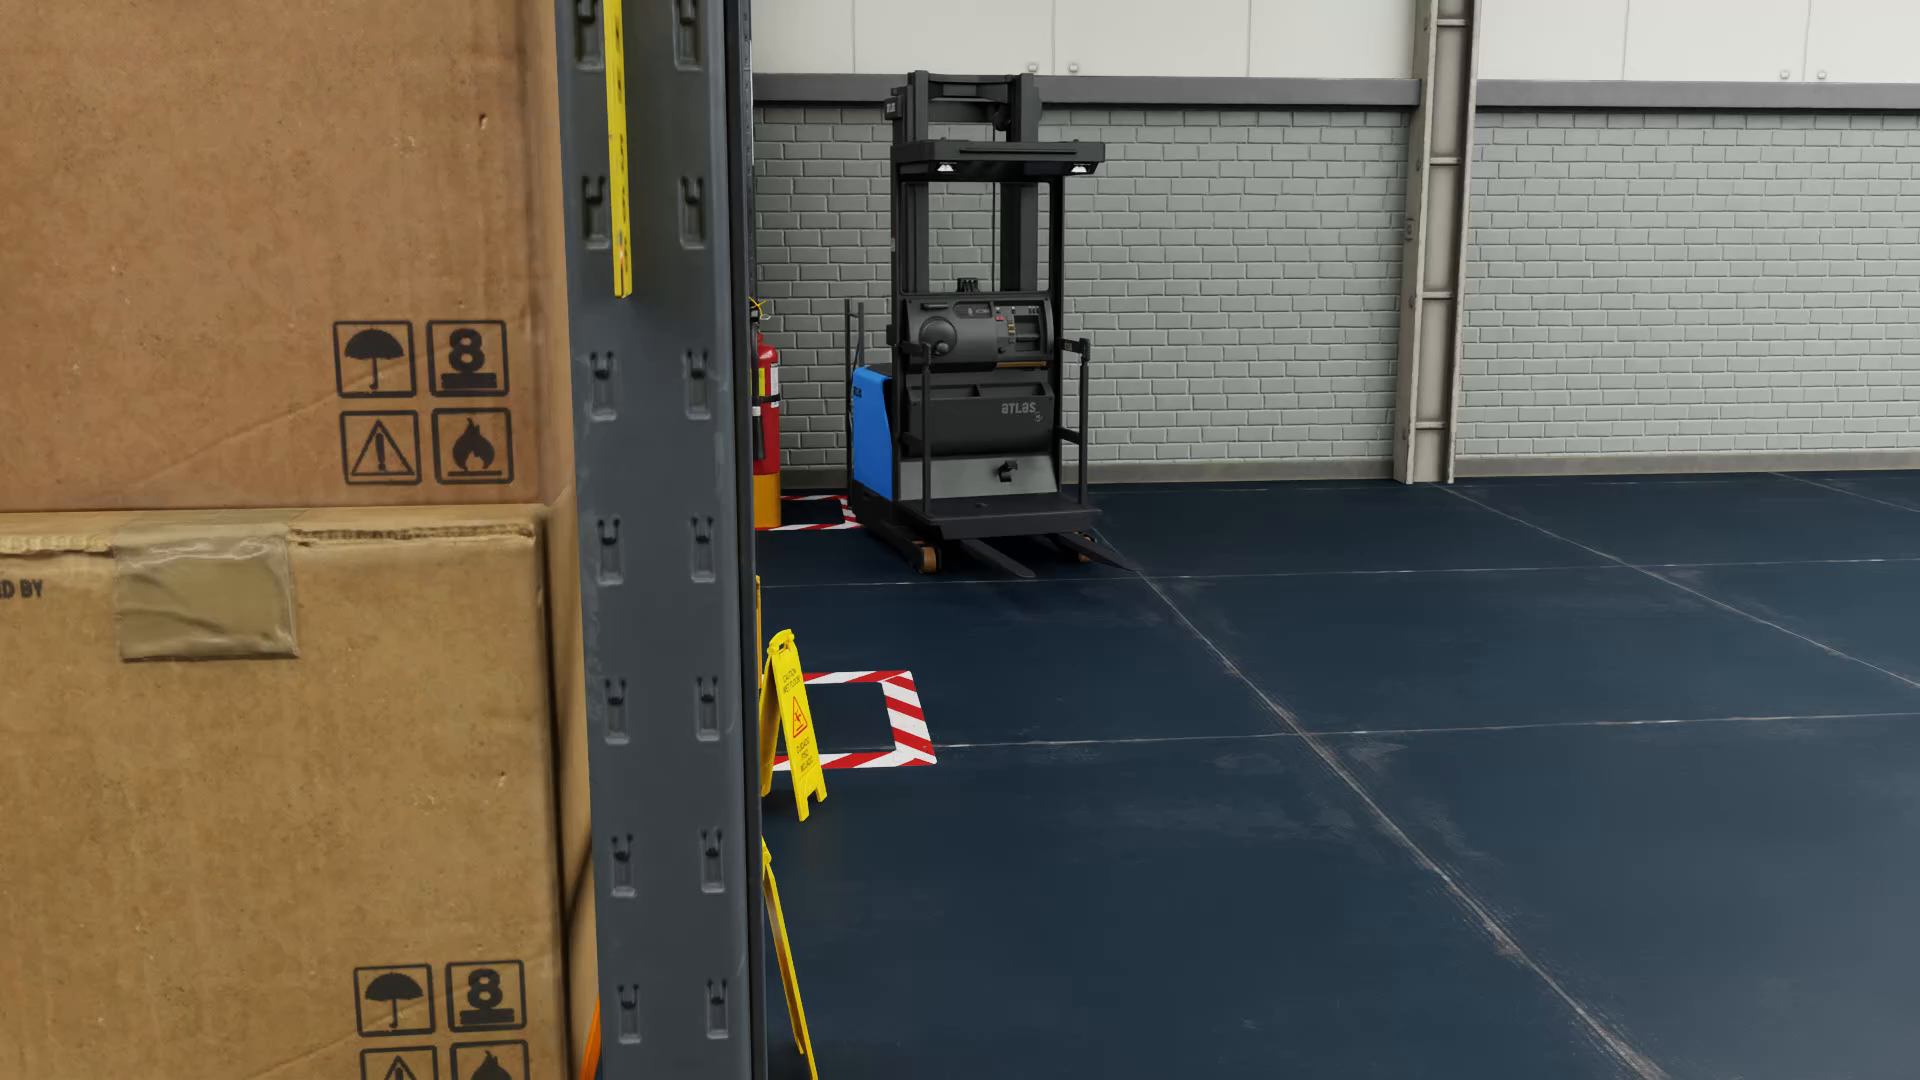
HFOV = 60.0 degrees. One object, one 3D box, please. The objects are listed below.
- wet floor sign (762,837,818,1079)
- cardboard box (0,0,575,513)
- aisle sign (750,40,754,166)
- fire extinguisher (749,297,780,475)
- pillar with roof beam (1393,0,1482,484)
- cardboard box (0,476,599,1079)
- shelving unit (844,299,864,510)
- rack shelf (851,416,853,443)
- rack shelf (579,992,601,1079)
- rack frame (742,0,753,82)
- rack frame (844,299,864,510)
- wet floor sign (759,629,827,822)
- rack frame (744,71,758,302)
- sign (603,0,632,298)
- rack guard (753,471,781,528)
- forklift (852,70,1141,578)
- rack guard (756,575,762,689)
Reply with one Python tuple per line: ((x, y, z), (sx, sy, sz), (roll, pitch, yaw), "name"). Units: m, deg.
((-0.487, 1.008, 4.067), (0.232, 0.644, 0.267), (-3, 12, -16), "wet floor sign")
((-0.675, -0.370, 1.786), (0.550, 0.550, 0.875), (-1, 11, -6), "cardboard box")
((-1.379, -2.886, 11.035), (0.004, 0.787, 0.394), (-1, 11, -6), "aisle sign")
((-0.773, -0.590, 6.294), (0.183, 0.674, 0.296), (-1, 11, -6), "fire extinguisher")
((4.164, -4.067, 8.228), (0.400, 9.000, 9.100), (-1, 11, -6), "pillar with roof beam")
((-0.665, 0.176, 1.808), (0.550, 0.550, 0.875), (-1, 11, -6), "cardboard box")
((-0.247, -0.952, 11.821), (1.048, 1.500, 0.538), (-3, 12, -15), "shelving unit")
((-0.247, -0.775, 11.855), (1.000, 0.185, 0.538), (-3, 12, -15), "rack shelf")
((-2.290, 0.628, 1.763), (4.000, 0.370, 1.077), (-1, 11, -6), "rack shelf")
((-1.476, -4.609, 10.987), (0.127, 3.000, 1.000), (-1, 11, -6), "rack frame")
((-0.736, -0.925, 11.686), (0.032, 1.500, 0.500), (-3, 12, -15), "rack frame")
((-0.632, 0.643, 5.927), (0.232, 0.644, 0.267), (3, 11, 14), "wet floor sign")
((-1.476, -1.666, 11.565), (0.127, 3.000, 1.000), (-1, 11, -6), "rack frame")
((-0.257, -0.347, 1.240), (0.005, 0.325, 0.100), (-1, 11, -6), "sign")
((-1.452, -0.440, 11.809), (0.348, 0.500, 1.175), (-1, 11, -6), "rack guard")
((0.192, -1.323, 9.997), (1.130, 2.935, 3.031), (-4, 12, -17), "forklift")
((-1.012, 0.514, 6.957), (0.348, 0.500, 1.175), (-1, 11, -6), "rack guard")
